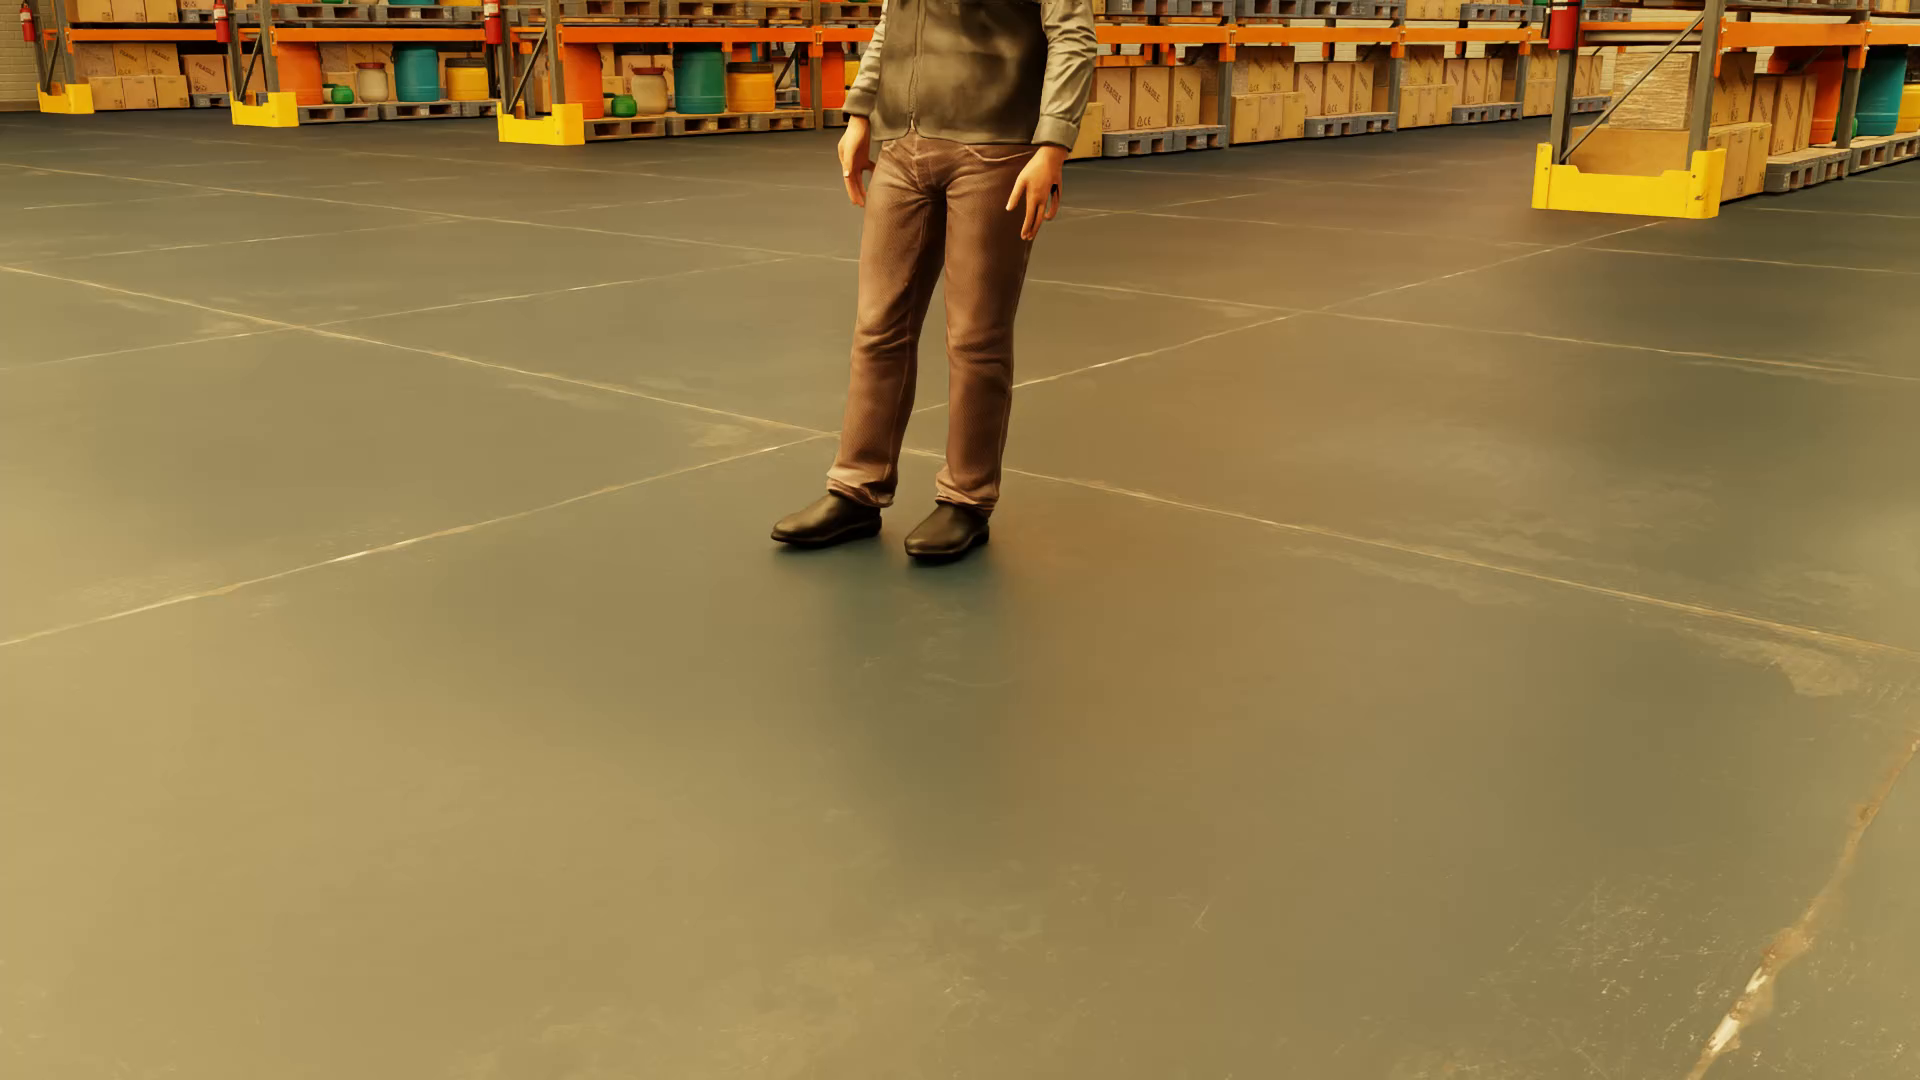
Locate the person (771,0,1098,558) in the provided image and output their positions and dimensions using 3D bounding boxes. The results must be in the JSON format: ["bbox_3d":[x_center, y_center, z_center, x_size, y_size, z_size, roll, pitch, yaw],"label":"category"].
[{"bbox_3d":[-0.046,-0.818,3.648,0.633,1.722,0.566,13,21,37],"label":"person"}]
